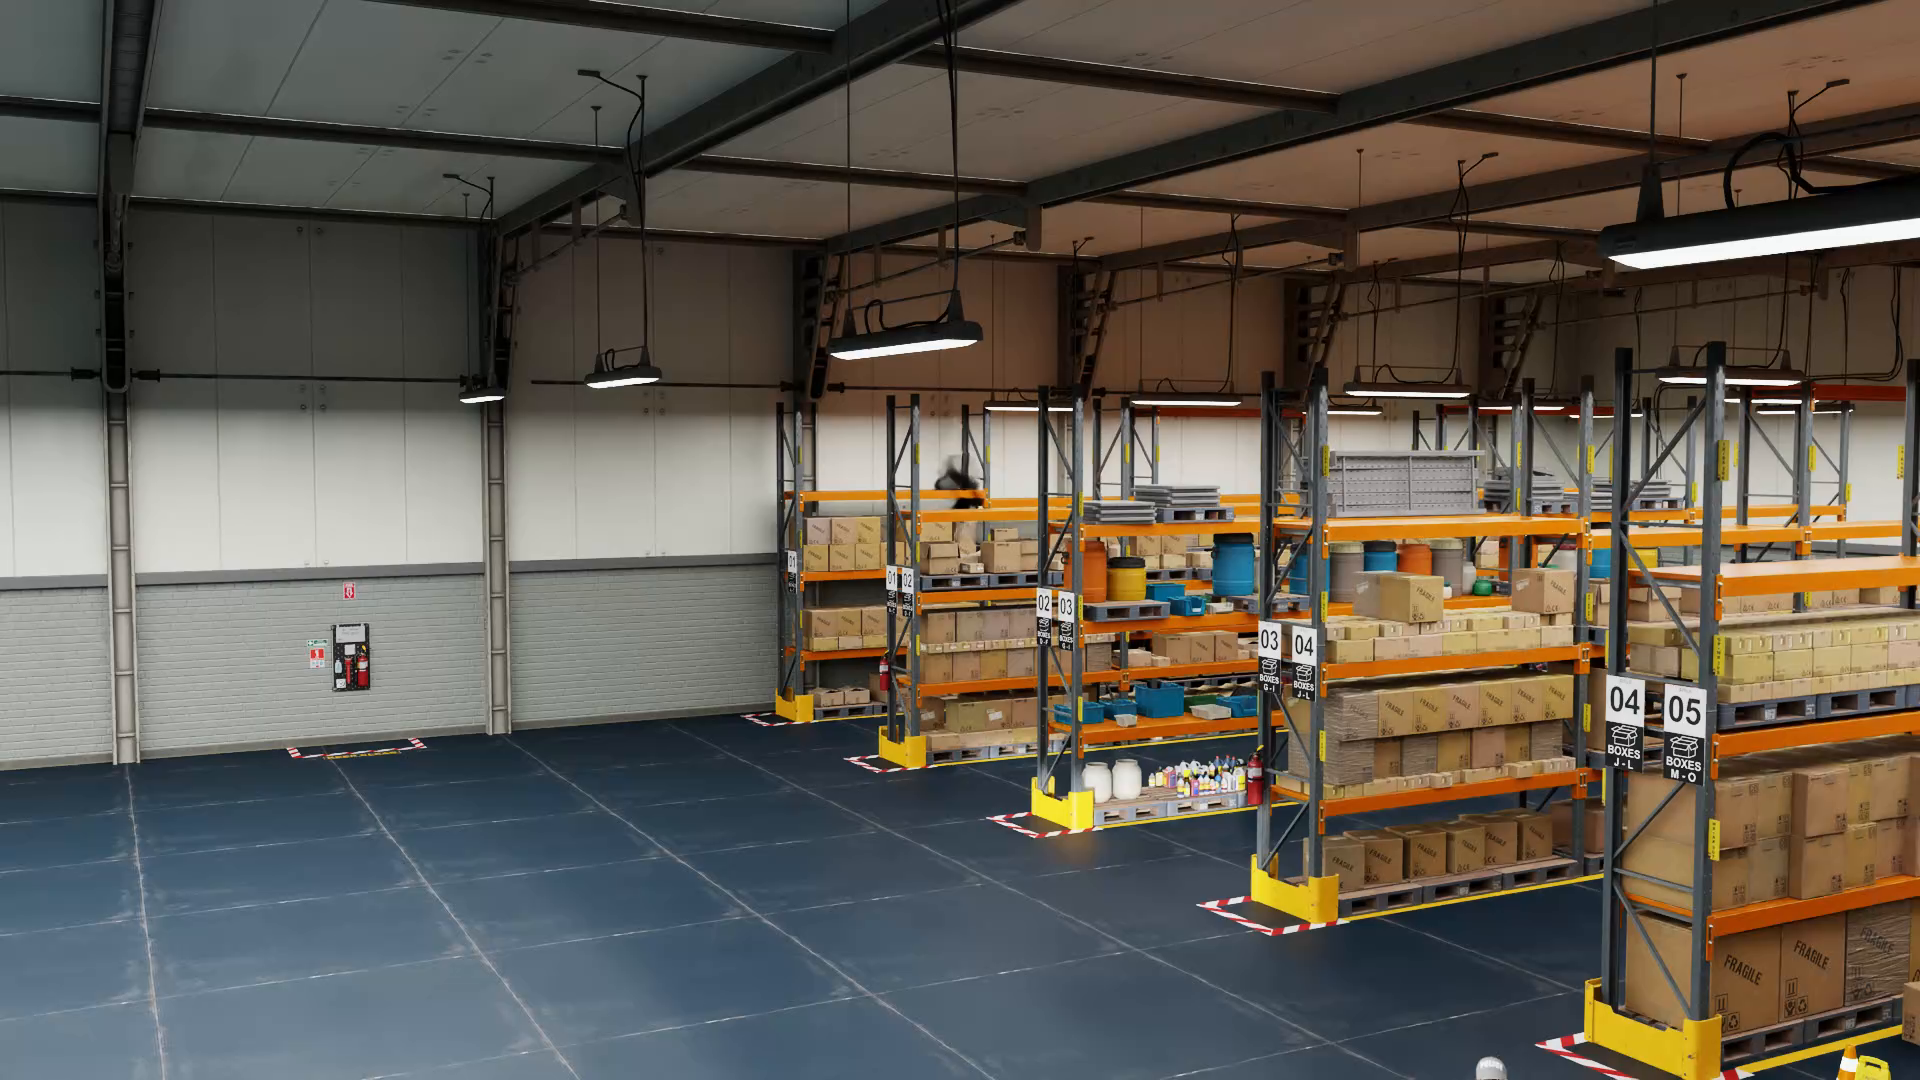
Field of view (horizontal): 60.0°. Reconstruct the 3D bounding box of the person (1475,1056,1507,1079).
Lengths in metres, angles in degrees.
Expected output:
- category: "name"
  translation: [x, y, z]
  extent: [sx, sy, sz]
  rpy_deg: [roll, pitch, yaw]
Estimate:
- category: "person"
  translation: [3.053, 3.800, 9.538]
  extent: [0.592, 1.632, 0.565]
  rpy_deg: [1, 3, 19]
